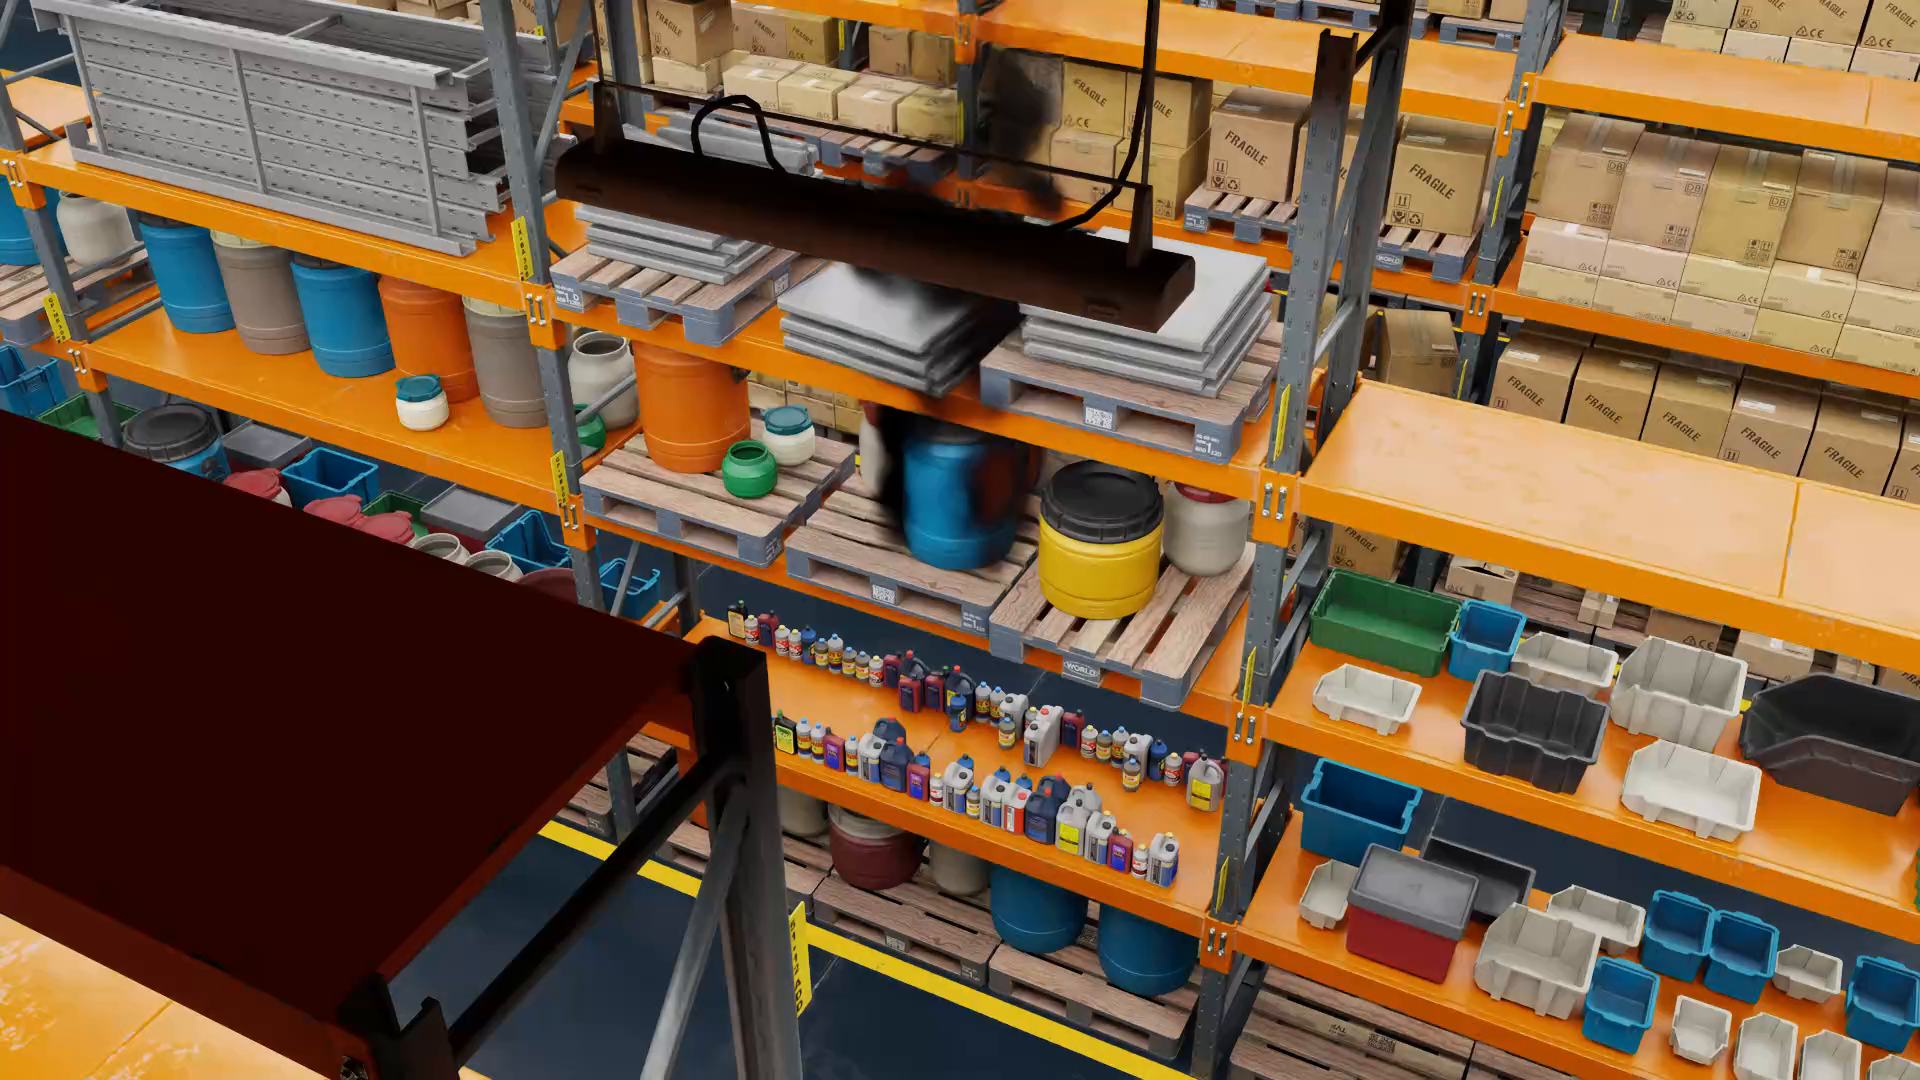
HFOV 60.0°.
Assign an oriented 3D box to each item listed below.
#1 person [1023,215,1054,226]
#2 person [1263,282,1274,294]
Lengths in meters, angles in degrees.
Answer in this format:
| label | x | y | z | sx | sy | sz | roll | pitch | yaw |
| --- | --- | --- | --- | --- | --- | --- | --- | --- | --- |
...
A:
| label | x | y | z | sx | sy | sz | roll | pitch | yaw |
| --- | --- | --- | --- | --- | --- | --- | --- | --- | --- |
| person | 0.826 | -2.688 | 16.191 | 0.797 | 1.748 | 0.646 | 9 | 36 | 13 |
| person | 2.529 | -1.747 | 14.911 | 0.833 | 1.720 | 0.663 | 14 | 37 | 19 |
